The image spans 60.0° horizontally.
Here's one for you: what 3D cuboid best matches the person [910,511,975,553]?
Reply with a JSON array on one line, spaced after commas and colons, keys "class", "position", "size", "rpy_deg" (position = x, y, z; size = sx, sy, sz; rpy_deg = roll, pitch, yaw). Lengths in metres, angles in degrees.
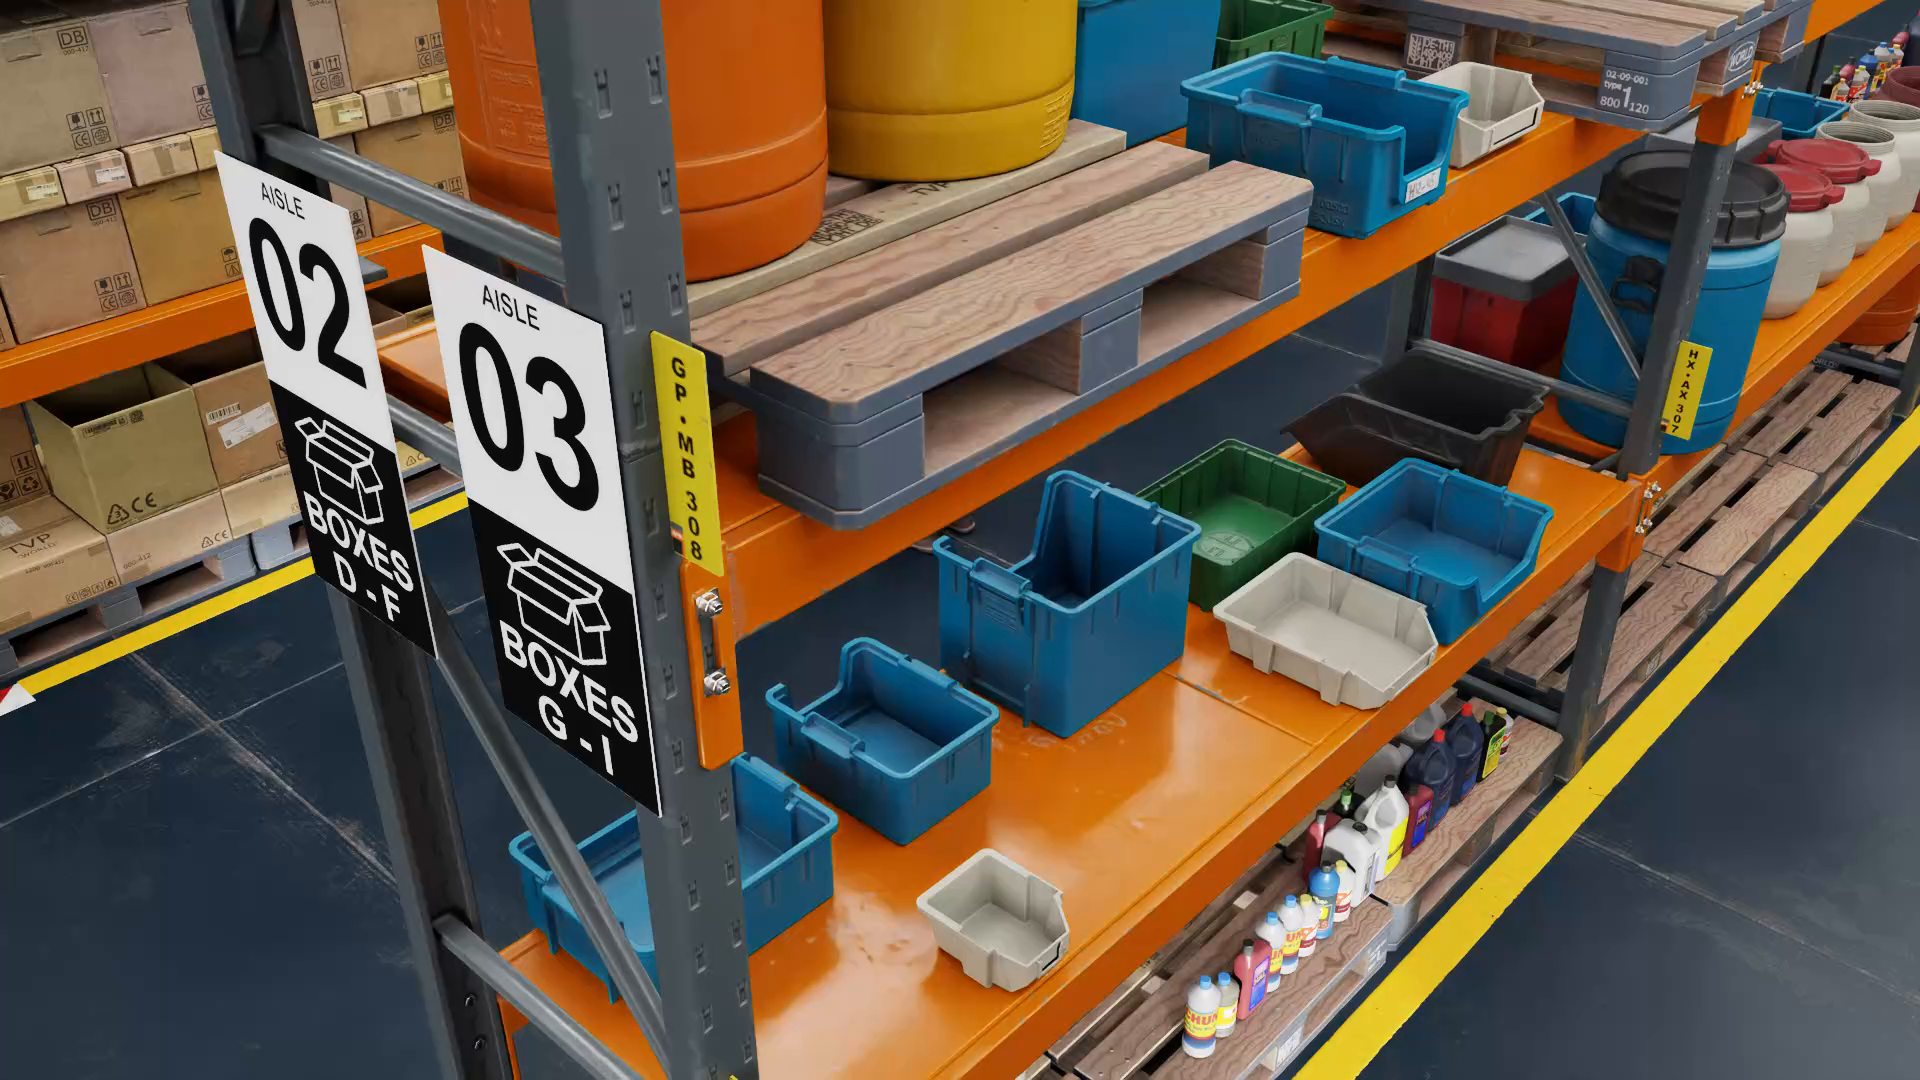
[{"class": "person", "position": [-0.211, -0.534, 7.492], "size": [0.731, 1.162, 0.501], "rpy_deg": [25, 40, 35]}]
